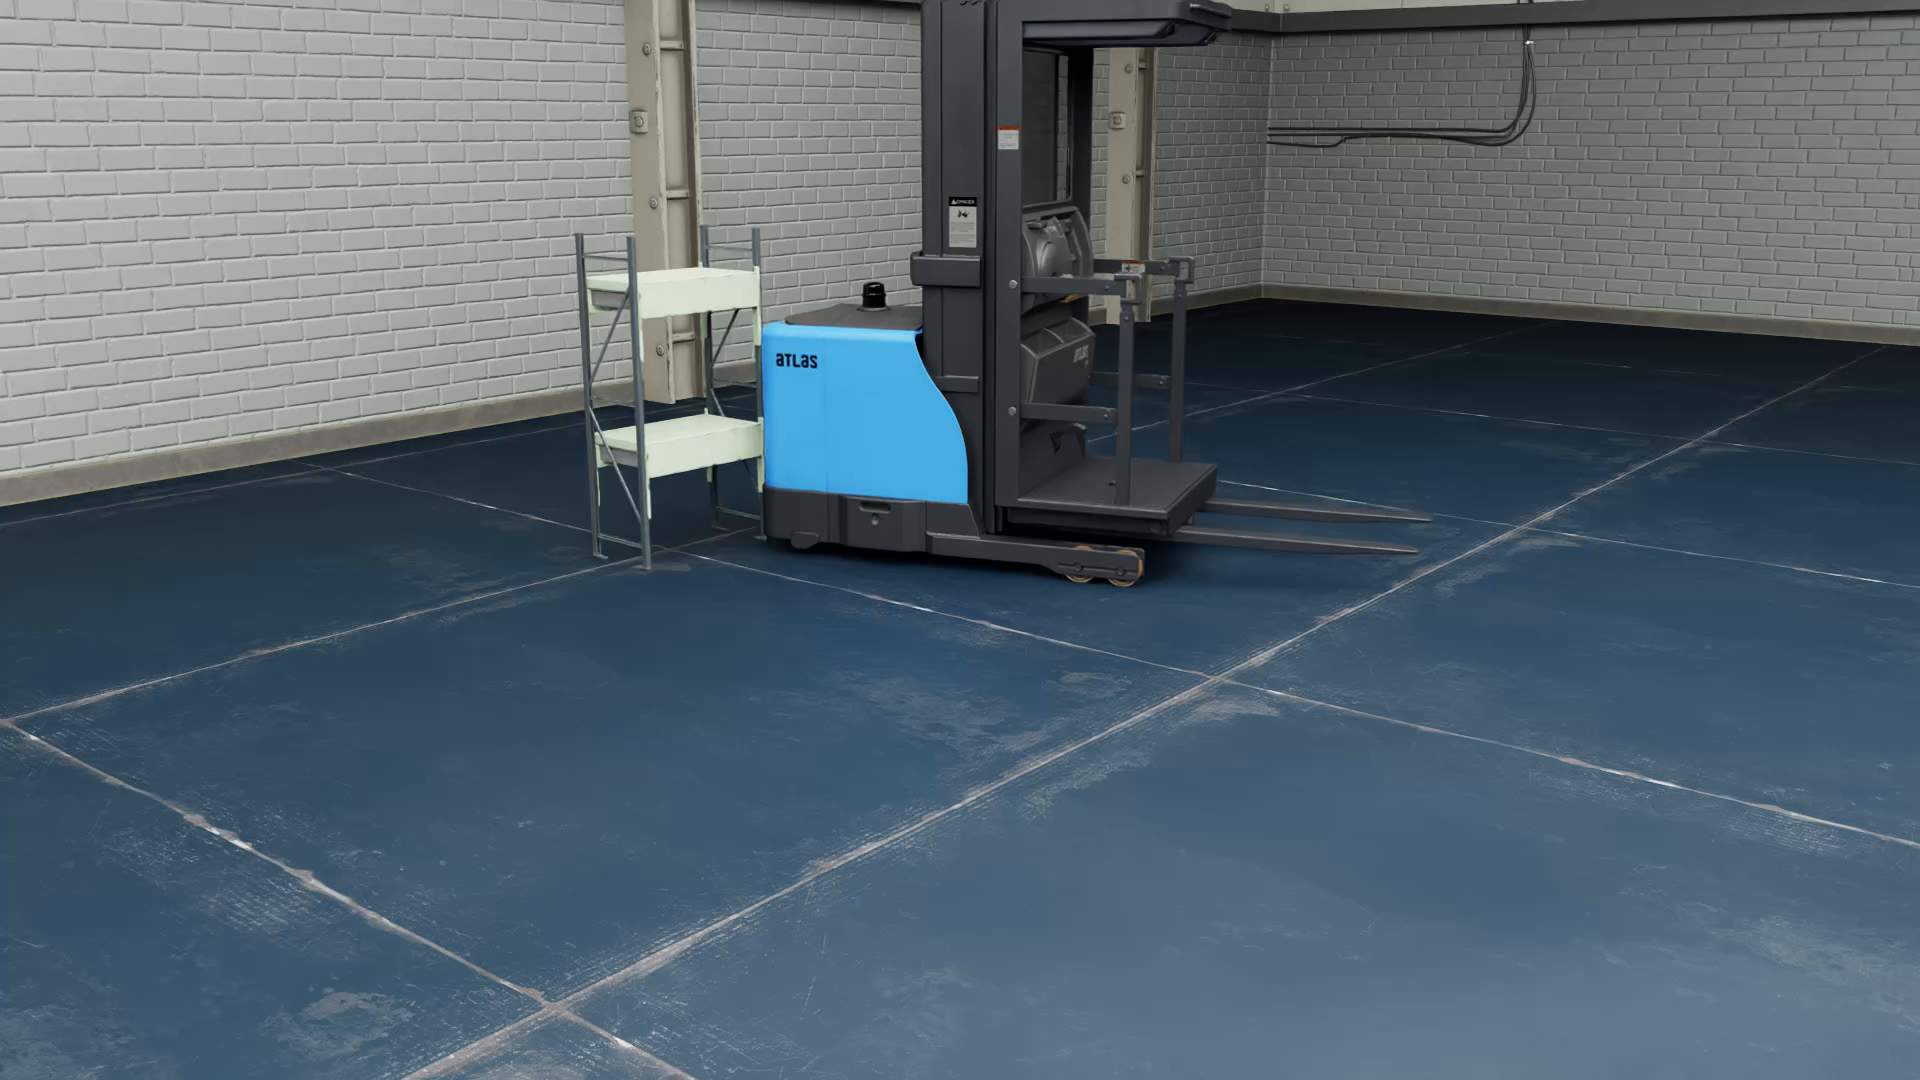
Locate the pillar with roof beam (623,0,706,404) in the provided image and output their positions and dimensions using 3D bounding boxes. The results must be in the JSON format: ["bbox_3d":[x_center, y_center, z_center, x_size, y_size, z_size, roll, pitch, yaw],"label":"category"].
[{"bbox_3d":[1.262,-4.739,8.500,9.100,9.000,0.400,11,18,38],"label":"pillar with roof beam"}]

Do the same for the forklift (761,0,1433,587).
[{"bbox_3d":[0.633,-1.360,7.525,3.031,2.935,1.130,5,15,20],"label":"forklift"}]

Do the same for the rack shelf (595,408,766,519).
[{"bbox_3d":[-1.330,-0.373,7.870,0.431,0.370,0.720,12,18,39],"label":"rack shelf"}]

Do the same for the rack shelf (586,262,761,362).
[{"bbox_3d":[-1.330,-1.068,7.694,0.431,0.370,0.720,12,18,39],"label":"rack shelf"}]

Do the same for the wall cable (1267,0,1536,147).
[{"bbox_3d":[4.564,-5.408,17.443,3.097,2.526,0.112,11,18,38],"label":"wall cable"}]

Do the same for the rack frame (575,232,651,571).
[{"bbox_3d":[-1.567,-0.621,7.520,0.400,1.500,0.023,12,18,39],"label":"rack frame"}]

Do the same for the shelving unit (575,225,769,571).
[{"bbox_3d":[-1.330,-0.689,7.790,0.431,1.500,0.755,12,18,39],"label":"shelving unit"}]

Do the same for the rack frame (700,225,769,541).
[{"bbox_3d":[-1.093,-0.758,8.060,0.400,1.500,0.023,12,18,39],"label":"rack frame"}]

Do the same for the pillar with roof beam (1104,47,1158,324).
[{"bbox_3d":[5.033,-5.888,13.023,9.100,9.000,0.400,11,18,38],"label":"pillar with roof beam"}]
